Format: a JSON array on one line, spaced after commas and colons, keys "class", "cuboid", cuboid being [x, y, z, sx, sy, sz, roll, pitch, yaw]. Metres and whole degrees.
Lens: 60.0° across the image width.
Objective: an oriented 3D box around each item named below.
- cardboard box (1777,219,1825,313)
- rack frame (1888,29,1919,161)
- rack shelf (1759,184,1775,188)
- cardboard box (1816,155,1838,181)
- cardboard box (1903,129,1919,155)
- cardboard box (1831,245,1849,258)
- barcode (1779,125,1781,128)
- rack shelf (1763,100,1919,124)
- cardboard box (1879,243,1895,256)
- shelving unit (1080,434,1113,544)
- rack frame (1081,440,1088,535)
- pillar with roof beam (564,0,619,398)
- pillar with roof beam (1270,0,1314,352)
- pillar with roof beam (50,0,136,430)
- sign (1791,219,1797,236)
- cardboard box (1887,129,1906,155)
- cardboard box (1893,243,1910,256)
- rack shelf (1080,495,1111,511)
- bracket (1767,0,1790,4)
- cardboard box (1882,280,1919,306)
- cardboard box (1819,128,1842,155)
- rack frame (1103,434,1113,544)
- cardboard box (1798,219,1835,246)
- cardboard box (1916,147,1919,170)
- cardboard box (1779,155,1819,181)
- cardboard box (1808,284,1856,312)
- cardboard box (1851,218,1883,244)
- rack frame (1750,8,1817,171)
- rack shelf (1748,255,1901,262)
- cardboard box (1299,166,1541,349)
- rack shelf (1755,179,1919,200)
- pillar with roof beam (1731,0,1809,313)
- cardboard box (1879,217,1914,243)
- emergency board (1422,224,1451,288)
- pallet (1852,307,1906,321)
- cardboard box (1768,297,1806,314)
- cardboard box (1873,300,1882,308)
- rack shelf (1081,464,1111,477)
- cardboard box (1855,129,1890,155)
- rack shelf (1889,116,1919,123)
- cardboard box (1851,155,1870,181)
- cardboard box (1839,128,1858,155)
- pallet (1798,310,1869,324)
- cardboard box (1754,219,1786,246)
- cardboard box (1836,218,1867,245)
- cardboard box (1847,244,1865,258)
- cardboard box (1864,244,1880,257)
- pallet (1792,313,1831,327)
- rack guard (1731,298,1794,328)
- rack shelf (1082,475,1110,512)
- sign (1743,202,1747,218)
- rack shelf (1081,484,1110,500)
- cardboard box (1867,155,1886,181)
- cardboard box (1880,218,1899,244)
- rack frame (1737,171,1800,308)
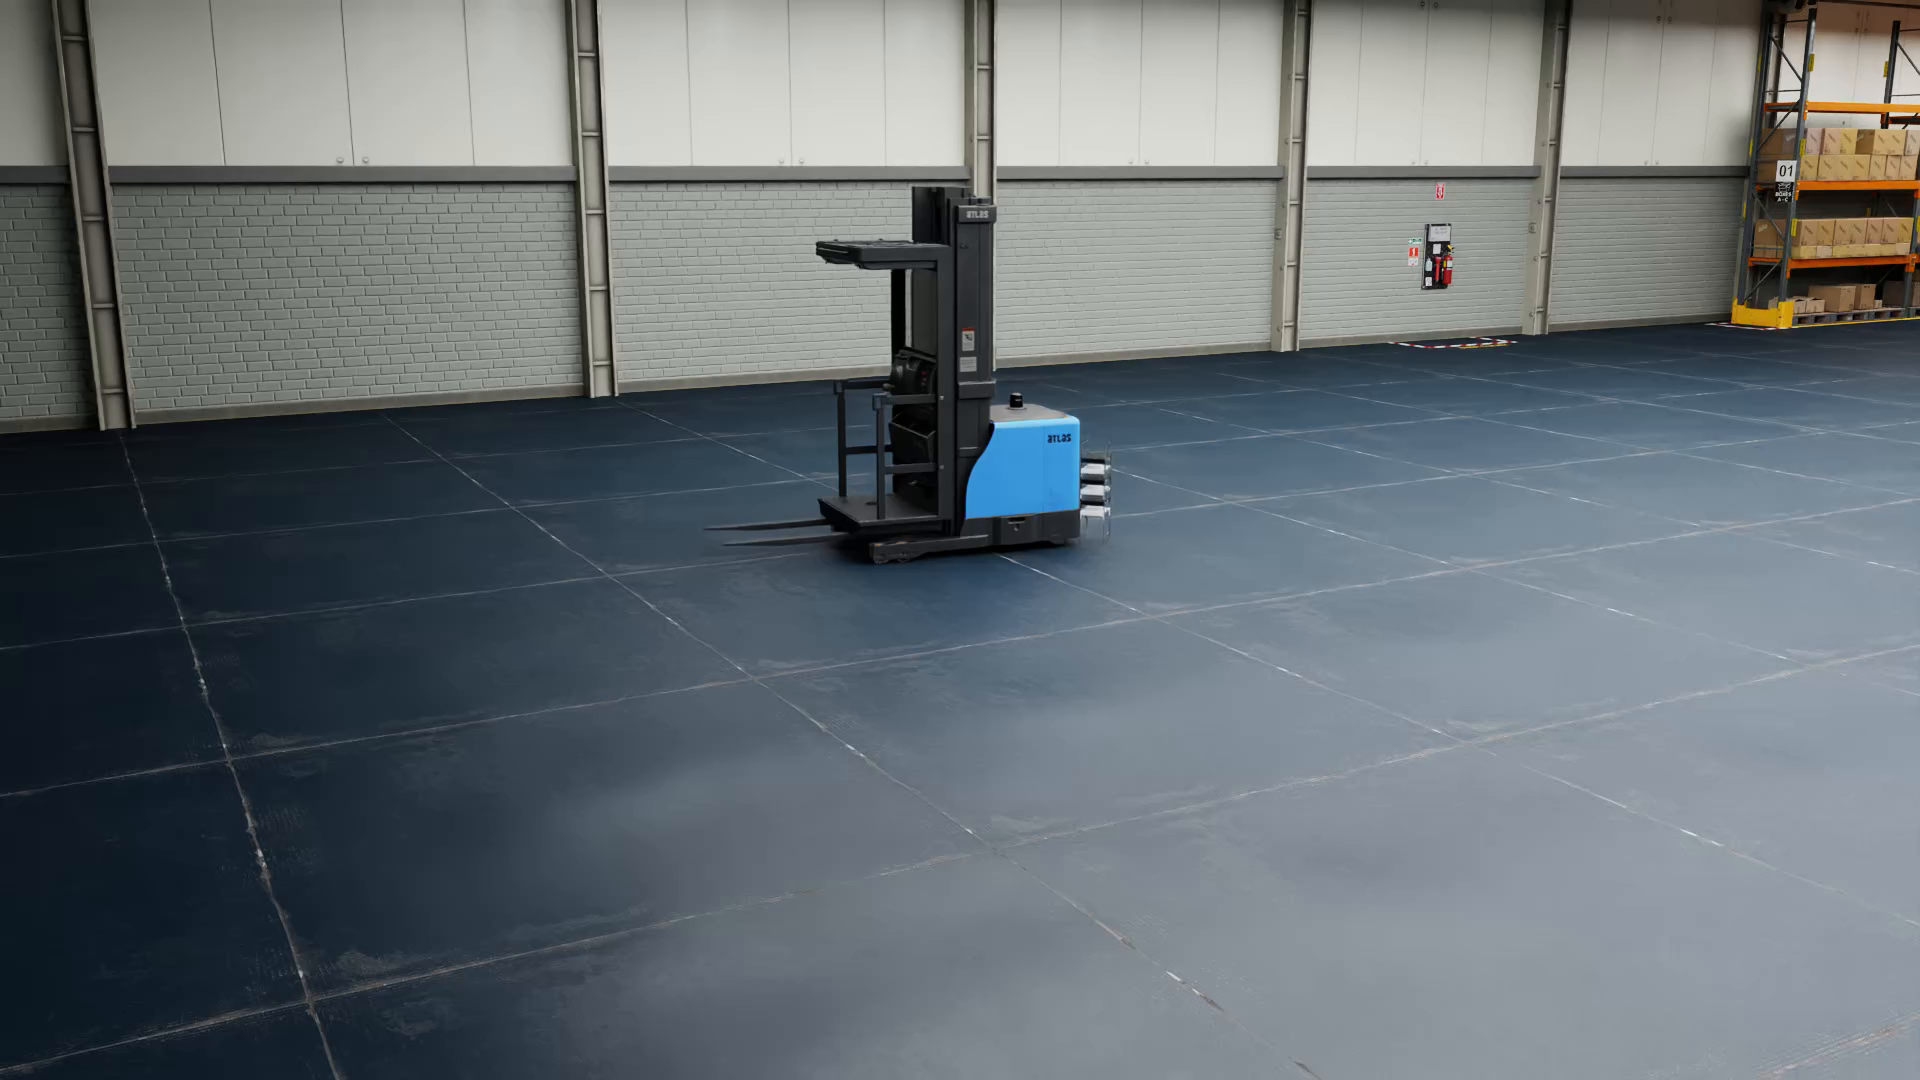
[{"class": "cardboard box", "cuboid": [16.760, -5.445, 33.112, 1.284, 1.840, 0.795, -6, 14, -23]}, {"class": "rack frame", "cuboid": [19.421, -9.092, 34.014, 0.053, 2.616, 0.949, -7, 14, -28]}, {"class": "rack shelf", "cuboid": [17.664, -7.138, 33.475, 3.687, 0.071, 0.831, -7, 14, -28]}, {"class": "cardboard box", "cuboid": [16.810, -7.304, 32.626, 0.500, 0.500, 0.500, -6, 14, -24]}, {"class": "cardboard box", "cuboid": [19.110, -8.071, 33.757, 0.550, 0.500, 0.550, -7, 14, -27]}, {"class": "cardboard box", "cuboid": [17.388, -5.782, 33.265, 0.500, 0.250, 0.500, -7, 15, -29]}, {"class": "barcode", "cuboid": [16.292, -8.209, 33.050, 0.075, 0.075, 0.001, -7, 14, -28]}, {"class": "rack shelf", "cuboid": [17.664, -8.530, 33.162, 4.000, 0.370, 1.077, -7, 14, -28]}, {"class": "cardboard box", "cuboid": [18.708, -5.944, 33.983, 0.500, 0.250, 0.500, -7, 14, -28]}, {"class": "shelving unit", "cuboid": [1.146, -0.437, 14.000, 0.208, 0.900, 0.258, 4, 13, 18]}, {"class": "rack frame", "cuboid": [1.049, -0.444, 14.031, 0.003, 0.785, 0.228, 4, 13, 18]}, {"class": "pillar with roof beam", "cuboid": [-2.894, -5.558, 18.310, 0.400, 9.000, 9.100, -7, 14, -28]}, {"class": "pillar with roof beam", "cuboid": [7.638, -6.820, 23.919, 0.400, 9.000, 9.100, -7, 14, -28]}, {"class": "pillar with roof beam", "cuboid": [-8.161, -4.927, 15.505, 0.400, 9.000, 9.100, -7, 14, -28]}, {"class": "sign", "cuboid": [16.169, -6.063, 32.247, 0.005, 0.325, 0.100, -7, 14, -28]}, {"class": "cardboard box", "cuboid": [25.642, -5.667, 26.837, 7.127, 2.151, 19.182, -6, 14, -25]}, {"class": "cardboard box", "cuboid": [19.149, -5.994, 34.209, 0.500, 0.250, 0.500, -7, 14, -28]}, {"class": "rack shelf", "cuboid": [1.146, -0.316, 14.027, 0.200, 0.077, 0.258, 4, 13, 18]}, {"class": "bracket", "cuboid": [15.914, -10.556, 32.322, 0.430, 0.232, 0.235, -7, 14, -28]}, {"class": "cardboard box", "cuboid": [20.058, -5.242, 35.260, 0.500, 0.500, 0.700, -6, 14, -26]}, {"class": "cardboard box", "cuboid": [16.828, -7.792, 32.517, 0.500, 0.500, 0.500, -7, 14, -29]}, {"class": "rack frame", "cuboid": [1.242, -0.429, 13.968, 0.006, 0.900, 0.240, 4, 13, 18]}, {"class": "cardboard box", "cuboid": [16.910, -6.090, 32.926, 0.500, 0.500, 0.500, -7, 14, -28]}, {"class": "cardboard box", "cuboid": [19.938, -7.925, 34.477, 0.500, 0.500, 0.500, -5, 13, -20]}, {"class": "cardboard box", "cuboid": [16.322, -7.254, 32.406, 0.500, 0.500, 0.500, -6, 14, -26]}, {"class": "cardboard box", "cuboid": [17.727, -4.923, 33.845, 0.500, 0.500, 0.700, -8, 15, -31]}, {"class": "cardboard box", "cuboid": [18.270, -6.255, 33.658, 0.500, 0.500, 0.500, -7, 15, -29]}, {"class": "rack frame", "cuboid": [15.909, -8.672, 32.147, 0.127, 3.000, 1.000, -7, 14, -28]}, {"class": "rack shelf", "cuboid": [17.664, -5.735, 33.791, 3.809, 0.052, 0.919, -7, 14, -28]}, {"class": "cardboard box", "cuboid": [17.589, -3.166, 20.555, 14.073, 3.347, 25.570, -7, 14, -27]}, {"class": "rack shelf", "cuboid": [17.664, -7.068, 33.491, 4.000, 0.370, 1.077, -7, 14, -28]}, {"class": "pillar with roof beam", "cuboid": [18.171, -8.083, 29.529, 0.548, 9.000, 9.100, -7, 14, -28]}, {"class": "cardboard box", "cuboid": [19.153, -6.359, 34.122, 0.500, 0.500, 0.500, -7, 14, -28]}, {"class": "emergency board", "cuboid": [8.627, -5.103, 29.951, 0.585, 1.158, 0.155, -7, 14, -28]}, {"class": "pallet", "cuboid": [18.847, -4.728, 34.638, 1.213, 0.211, 1.003, -7, 14, -28]}, {"class": "cardboard box", "cuboid": [16.559, -4.704, 33.299, 0.500, 0.311, 0.500, -9, 15, -34]}, {"class": "cardboard box", "cuboid": [18.964, -4.936, 34.663, 0.250, 0.166, 0.380, -9, 16, -35]}, {"class": "rack shelf", "cuboid": [1.146, -0.580, 13.968, 0.200, 0.077, 0.258, 4, 13, 18]}, {"class": "cardboard box", "cuboid": [18.180, -7.954, 33.239, 0.500, 0.500, 0.500, -7, 15, -30]}, {"class": "rack shelf", "cuboid": [21.175, -8.853, 35.054, 3.809, 0.124, 0.919, -7, 14, -28]}, {"class": "cardboard box", "cuboid": [17.724, -7.420, 33.141, 0.500, 0.500, 0.500, -6, 14, -24]}, {"class": "cardboard box", "cuboid": [17.272, -7.848, 32.766, 0.500, 0.500, 0.500, -6, 14, -26]}, {"class": "pallet", "cuboid": [17.775, -4.599, 34.064, 1.213, 0.211, 1.003, -7, 14, -28]}, {"class": "cardboard box", "cuboid": [16.220, -6.138, 33.140, 0.500, 0.500, 0.500, -7, 14, -28]}, {"class": "cardboard box", "cuboid": [17.814, -6.200, 33.414, 0.500, 0.500, 0.500, -6, 14, -26]}, {"class": "cardboard box", "cuboid": [17.833, -5.835, 33.499, 0.500, 0.250, 0.500, -7, 14, -27]}, {"class": "cardboard box", "cuboid": [18.274, -5.888, 33.735, 0.500, 0.250, 0.500, -7, 14, -28]}, {"class": "pallet", "cuboid": [16.705, -4.472, 33.497, 1.213, 0.211, 1.003, -7, 14, -28]}, {"class": "rack guard", "cuboid": [15.975, -4.534, 33.116, 0.348, 0.500, 1.175, -7, 14, -28]}, {"class": "rack shelf", "cuboid": [1.146, -0.387, 14.011, 0.190, 0.281, 0.221, 4, 13, 18]}, {"class": "sign", "cuboid": [25.773, -5.995, 26.807, 11.725, 1.973, 20.841, -7, 14, -28]}, {"class": "rack shelf", "cuboid": [1.146, -0.404, 14.007, 0.200, 0.077, 0.258, 4, 13, 18]}, {"class": "cardboard box", "cuboid": [18.176, -7.471, 33.369, 0.500, 0.500, 0.500, -7, 15, -30]}, {"class": "cardboard box", "cuboid": [18.717, -6.306, 33.884, 0.500, 0.500, 0.500, -7, 14, -28]}, {"class": "rack frame", "cuboid": [15.909, -5.745, 32.806, 0.127, 3.000, 1.000, -7, 14, -28]}]
